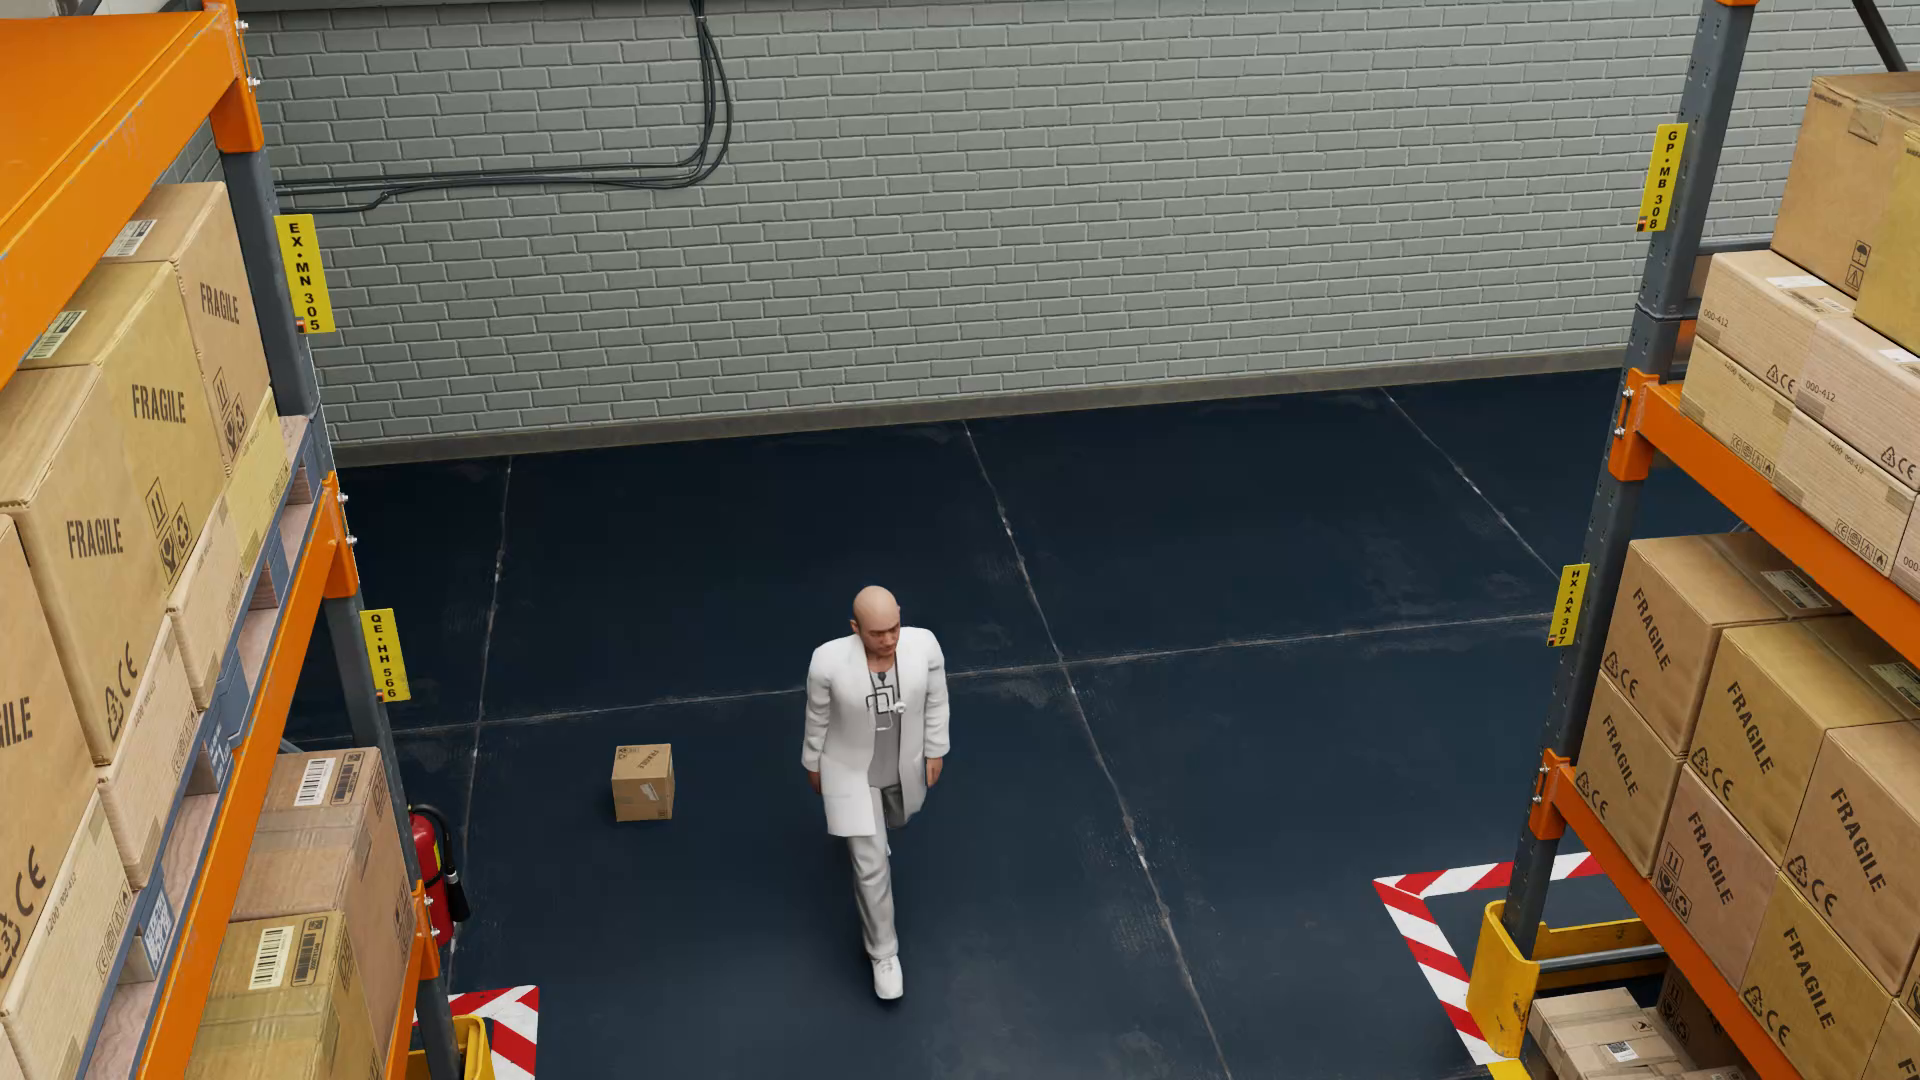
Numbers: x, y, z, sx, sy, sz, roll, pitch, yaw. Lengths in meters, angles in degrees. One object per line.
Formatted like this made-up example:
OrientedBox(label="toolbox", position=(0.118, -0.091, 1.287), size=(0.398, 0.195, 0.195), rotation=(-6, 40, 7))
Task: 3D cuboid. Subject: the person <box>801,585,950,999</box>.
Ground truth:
OrientedBox(label="person", position=(-0.345, 0.854, 6.717), size=(0.589, 1.725, 1.127), rotation=(-11, 32, -19))
